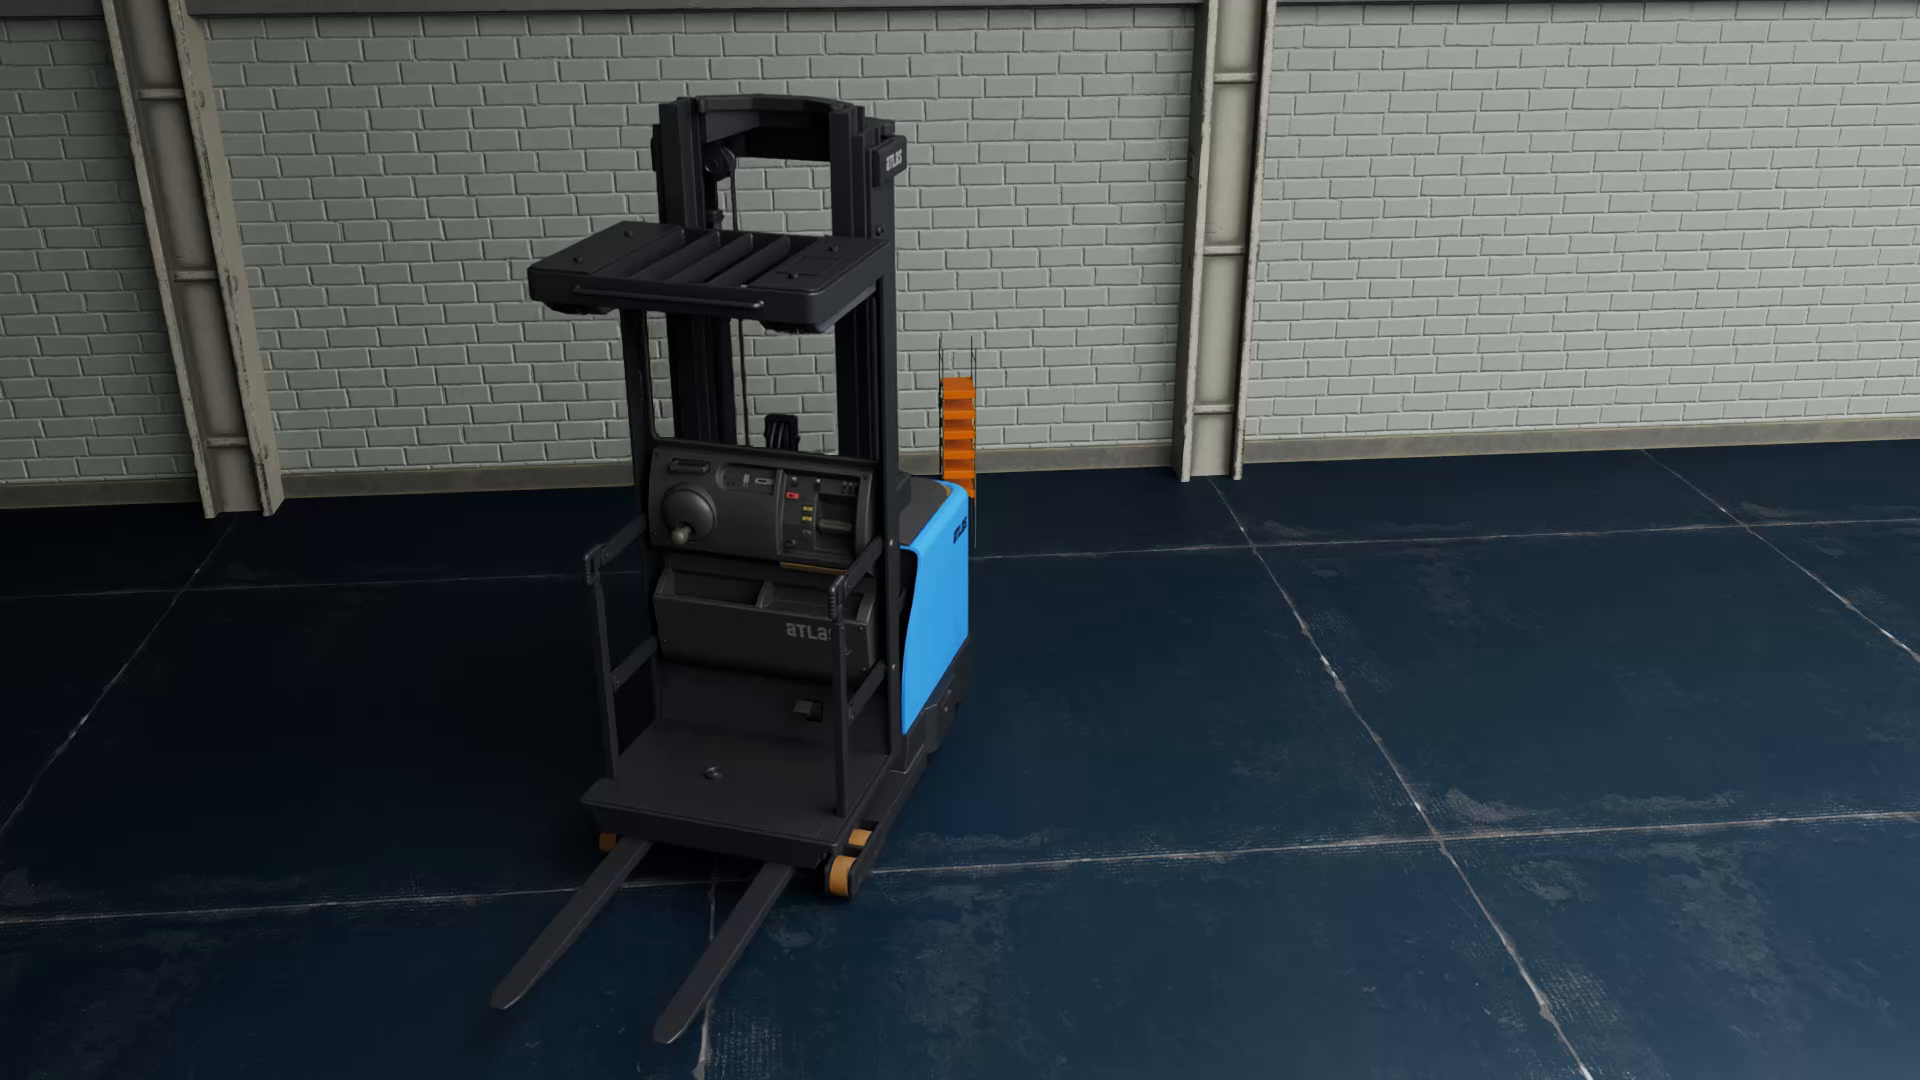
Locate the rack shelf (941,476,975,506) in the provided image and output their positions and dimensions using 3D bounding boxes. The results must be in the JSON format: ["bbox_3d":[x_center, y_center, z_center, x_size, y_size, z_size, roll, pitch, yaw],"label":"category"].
[{"bbox_3d":[-0.014,-0.288,9.621,0.180,0.103,0.258,-2,24,-5],"label":"rack shelf"}]

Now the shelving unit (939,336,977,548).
[{"bbox_3d":[-0.014,-0.548,9.505,0.189,1.200,0.258,-2,24,-5],"label":"shelving unit"}]

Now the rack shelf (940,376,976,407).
[{"bbox_3d":[-0.014,-0.836,9.377,0.180,0.103,0.258,-2,24,-5],"label":"rack shelf"}]

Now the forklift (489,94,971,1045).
[{"bbox_3d":[-0.852,-0.105,6.378,1.130,2.935,3.031,7,25,15],"label":"forklift"}]

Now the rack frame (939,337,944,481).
[{"bbox_3d":[-0.105,-0.544,9.497,0.006,1.200,0.240,-2,24,-5],"label":"rack frame"}]

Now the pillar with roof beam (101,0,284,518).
[{"bbox_3d":[-3.960,-2.574,4.462,0.400,9.000,9.100,-2,24,-5],"label":"pillar with roof beam"}]

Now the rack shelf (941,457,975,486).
[{"bbox_3d":[-0.014,-0.397,9.572,0.180,0.103,0.258,-2,24,-5],"label":"rack shelf"}]

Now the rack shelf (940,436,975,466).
[{"bbox_3d":[-0.014,-0.507,9.523,0.180,0.103,0.258,-2,24,-5],"label":"rack shelf"}]

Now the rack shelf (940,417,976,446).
[{"bbox_3d":[-0.014,-0.617,9.474,0.180,0.103,0.258,-2,24,-5],"label":"rack shelf"}]

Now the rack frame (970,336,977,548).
[{"bbox_3d":[0.077,-0.551,9.513,0.006,1.200,0.240,-2,24,-5],"label":"rack frame"}]

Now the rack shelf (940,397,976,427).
[{"bbox_3d":[-0.014,-0.726,9.426,0.180,0.103,0.258,-2,24,-5],"label":"rack shelf"}]

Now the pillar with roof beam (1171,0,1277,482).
[{"bbox_3d":[2.011,-2.813,5.001,0.400,9.000,9.100,-2,24,-5],"label":"pillar with roof beam"}]
